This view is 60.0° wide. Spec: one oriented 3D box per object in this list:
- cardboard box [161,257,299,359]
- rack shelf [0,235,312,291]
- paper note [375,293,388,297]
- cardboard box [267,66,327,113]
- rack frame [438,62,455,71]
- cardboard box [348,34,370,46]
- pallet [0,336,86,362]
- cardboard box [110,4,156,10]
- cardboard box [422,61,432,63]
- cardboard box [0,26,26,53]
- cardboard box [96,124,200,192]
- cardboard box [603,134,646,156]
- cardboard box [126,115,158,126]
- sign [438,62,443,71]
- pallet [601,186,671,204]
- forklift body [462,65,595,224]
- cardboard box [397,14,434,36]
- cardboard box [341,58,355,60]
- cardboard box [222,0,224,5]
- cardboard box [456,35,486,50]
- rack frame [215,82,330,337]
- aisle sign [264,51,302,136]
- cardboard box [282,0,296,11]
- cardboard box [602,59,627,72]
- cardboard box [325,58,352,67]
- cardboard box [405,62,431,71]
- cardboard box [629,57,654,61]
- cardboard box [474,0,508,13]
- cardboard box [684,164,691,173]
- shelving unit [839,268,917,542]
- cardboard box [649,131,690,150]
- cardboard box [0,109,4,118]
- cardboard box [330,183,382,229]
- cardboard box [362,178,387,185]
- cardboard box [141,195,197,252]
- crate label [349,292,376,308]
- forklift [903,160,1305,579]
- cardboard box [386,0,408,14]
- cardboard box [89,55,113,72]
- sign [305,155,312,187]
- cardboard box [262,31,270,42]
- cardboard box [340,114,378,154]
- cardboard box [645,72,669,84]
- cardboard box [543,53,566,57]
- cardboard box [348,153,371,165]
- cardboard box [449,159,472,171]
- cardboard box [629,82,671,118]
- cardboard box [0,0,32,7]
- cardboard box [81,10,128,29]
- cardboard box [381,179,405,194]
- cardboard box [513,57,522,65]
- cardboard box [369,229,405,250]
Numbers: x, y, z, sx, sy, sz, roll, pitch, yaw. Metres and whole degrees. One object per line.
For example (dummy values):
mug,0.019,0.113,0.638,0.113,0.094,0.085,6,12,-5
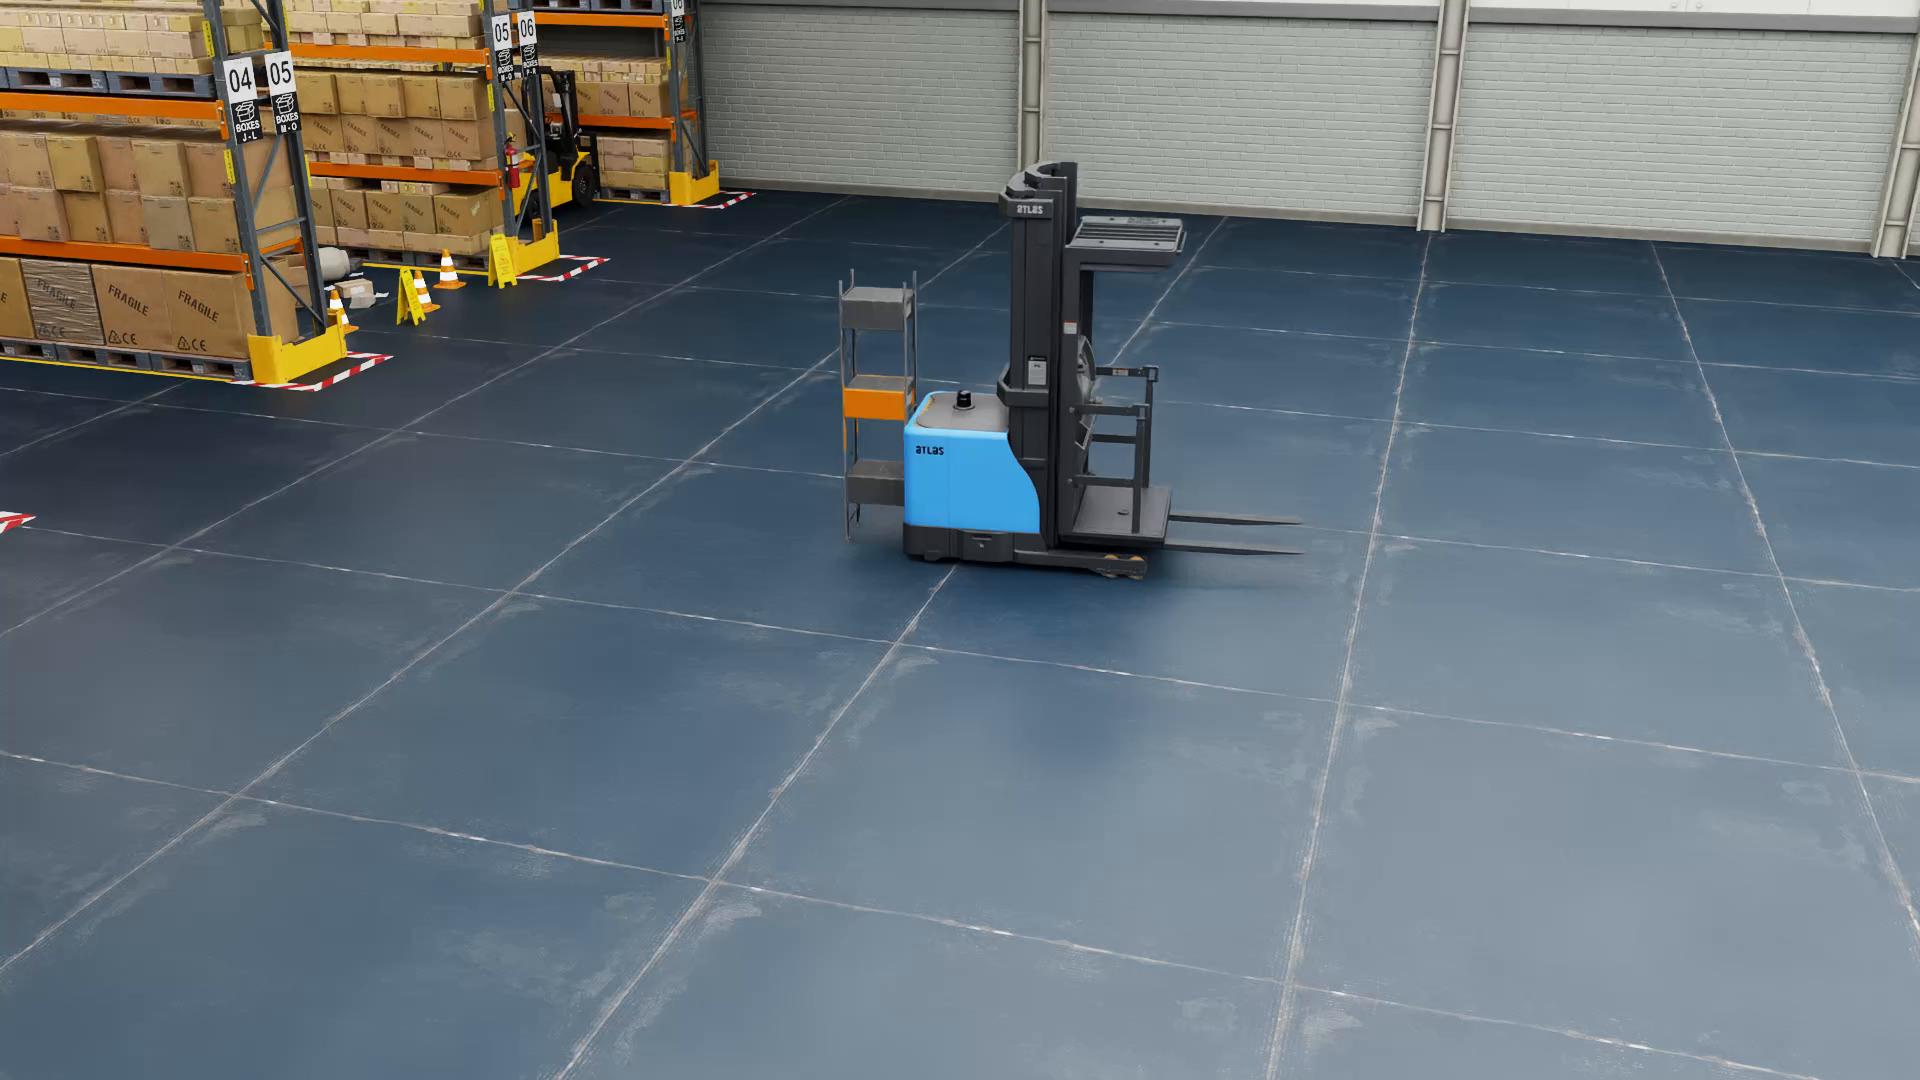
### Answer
cardboard box,-7.659,-2.472,17.494,0.875,0.875,0.875,7,23,16
rack shelf,-8.905,-3.096,17.719,4.000,0.370,1.077,7,23,16
paper note,-7.137,-3.026,20.513,0.142,0.019,0.148,-1,22,-3
cardboard box,-8.645,-5.914,21.798,0.500,0.500,0.700,7,23,16
rack frame,-8.056,-7.262,26.926,0.127,3.000,1.000,7,23,16
cardboard box,-7.563,-6.381,21.157,0.250,0.149,0.380,6,23,15
pallet,-10.114,-2.247,18.374,1.213,0.211,1.003,7,23,15
cardboard box,-8.435,-5.383,16.988,0.250,0.149,0.380,6,23,15
cardboard box,-8.573,-7.773,27.186,0.250,0.149,0.380,6,23,14
cardboard box,-9.466,-5.080,16.775,0.500,0.250,0.500,6,23,15
cardboard box,-8.384,-3.971,17.283,0.550,0.550,0.875,7,23,16
cardboard box,-5.248,-6.199,26.088,0.500,0.250,0.500,7,23,16
cardboard box,-10.963,-5.916,22.568,0.500,0.500,0.500,7,23,17
sign,-8.204,-7.563,26.238,0.005,0.325,0.100,7,23,16
pallet,-4.971,-5.602,26.554,1.213,0.211,1.003,7,23,16
forklift body,-6.569,-5.976,24.909,1.214,2.155,2.313,7,23,16
cardboard box,-6.702,-6.494,20.908,0.500,0.250,0.500,6,23,15
cardboard box,-10.041,-7.923,27.552,0.250,0.149,0.380,7,23,17
cardboard box,-9.930,-7.180,22.419,0.500,0.250,0.500,6,23,14
cardboard box,-6.080,-6.229,20.786,0.250,0.149,0.380,7,23,16
rack frame,-6.990,-3.210,17.048,0.127,3.000,1.000,7,23,16
aisle sign,-6.836,-4.514,16.801,0.004,0.787,0.394,7,23,16
cardboard box,-8.528,-6.857,21.266,0.250,0.149,0.380,6,23,15
cardboard box,-5.351,-7.359,25.784,0.250,0.149,0.380,7,23,16
cardboard box,-10.150,-7.774,27.187,0.250,0.149,0.380,7,23,16
cardboard box,-8.700,-7.587,26.732,0.250,0.149,0.380,6,23,15
cardboard box,-4.984,-7.487,26.095,0.250,0.149,0.380,7,23,17
cardboard box,-5.938,-6.773,21.062,0.250,0.149,0.380,6,23,15
cardboard box,-4.641,-5.870,26.604,0.500,0.250,0.500,7,23,16
shelving unit,-0.618,-1.012,12.875,0.503,2.100,0.431,4,23,9
cardboard box,-4.632,-6.330,26.406,0.500,0.250,0.500,6,23,15
cardboard box,-13.853,-6.019,23.436,0.500,0.250,0.500,6,23,15
cardboard box,-7.988,-4.452,22.159,0.500,0.500,0.500,8,24,18
cardboard box,-7.866,-4.649,22.638,0.500,0.500,0.500,8,24,18
cardboard box,-7.891,-3.356,17.206,0.550,0.550,0.875,7,23,16
crate label,-7.207,-2.897,20.056,0.298,0.136,0.250,-5,23,-12
forklift,1.129,-1.280,12.433,3.031,2.935,1.130,4,23,9
cardboard box,-7.012,-6.729,20.956,0.250,0.149,0.380,7,23,16
cardboard box,-8.381,-4.747,16.489,0.250,0.149,0.380,6,23,15
sign,-6.824,-3.848,17.359,0.005,0.325,0.100,7,23,16
cardboard box,-9.025,-6.556,21.585,0.250,0.149,0.380,7,23,16
cardboard box,-7.692,-5.338,21.712,0.500,0.500,0.500,7,23,16
cardboard box,-4.640,-7.106,25.560,0.250,0.149,0.380,7,23,16
cardboard box,-6.447,-7.669,26.539,0.250,0.149,0.380,6,23,15
cardboard box,-7.806,-5.030,21.815,0.250,0.149,0.380,6,23,15
cardboard box,-6.352,-4.854,21.387,0.250,0.149,0.380,6,23,15
cardboard box,-4.774,-6.828,25.737,0.500,0.500,0.500,6,23,14
cardboard box,-9.895,-5.550,17.395,0.250,0.149,0.380,6,23,15
cardboard box,-8.382,-5.116,16.338,0.250,0.149,0.380,7,23,16
cardboard box,-7.362,-4.656,21.800,0.250,0.149,0.380,8,23,18
cardboard box,-6.841,-7.498,26.124,0.250,0.149,0.380,6,23,15
cardboard box,-7.505,-4.048,22.160,0.500,0.250,0.500,6,23,14
